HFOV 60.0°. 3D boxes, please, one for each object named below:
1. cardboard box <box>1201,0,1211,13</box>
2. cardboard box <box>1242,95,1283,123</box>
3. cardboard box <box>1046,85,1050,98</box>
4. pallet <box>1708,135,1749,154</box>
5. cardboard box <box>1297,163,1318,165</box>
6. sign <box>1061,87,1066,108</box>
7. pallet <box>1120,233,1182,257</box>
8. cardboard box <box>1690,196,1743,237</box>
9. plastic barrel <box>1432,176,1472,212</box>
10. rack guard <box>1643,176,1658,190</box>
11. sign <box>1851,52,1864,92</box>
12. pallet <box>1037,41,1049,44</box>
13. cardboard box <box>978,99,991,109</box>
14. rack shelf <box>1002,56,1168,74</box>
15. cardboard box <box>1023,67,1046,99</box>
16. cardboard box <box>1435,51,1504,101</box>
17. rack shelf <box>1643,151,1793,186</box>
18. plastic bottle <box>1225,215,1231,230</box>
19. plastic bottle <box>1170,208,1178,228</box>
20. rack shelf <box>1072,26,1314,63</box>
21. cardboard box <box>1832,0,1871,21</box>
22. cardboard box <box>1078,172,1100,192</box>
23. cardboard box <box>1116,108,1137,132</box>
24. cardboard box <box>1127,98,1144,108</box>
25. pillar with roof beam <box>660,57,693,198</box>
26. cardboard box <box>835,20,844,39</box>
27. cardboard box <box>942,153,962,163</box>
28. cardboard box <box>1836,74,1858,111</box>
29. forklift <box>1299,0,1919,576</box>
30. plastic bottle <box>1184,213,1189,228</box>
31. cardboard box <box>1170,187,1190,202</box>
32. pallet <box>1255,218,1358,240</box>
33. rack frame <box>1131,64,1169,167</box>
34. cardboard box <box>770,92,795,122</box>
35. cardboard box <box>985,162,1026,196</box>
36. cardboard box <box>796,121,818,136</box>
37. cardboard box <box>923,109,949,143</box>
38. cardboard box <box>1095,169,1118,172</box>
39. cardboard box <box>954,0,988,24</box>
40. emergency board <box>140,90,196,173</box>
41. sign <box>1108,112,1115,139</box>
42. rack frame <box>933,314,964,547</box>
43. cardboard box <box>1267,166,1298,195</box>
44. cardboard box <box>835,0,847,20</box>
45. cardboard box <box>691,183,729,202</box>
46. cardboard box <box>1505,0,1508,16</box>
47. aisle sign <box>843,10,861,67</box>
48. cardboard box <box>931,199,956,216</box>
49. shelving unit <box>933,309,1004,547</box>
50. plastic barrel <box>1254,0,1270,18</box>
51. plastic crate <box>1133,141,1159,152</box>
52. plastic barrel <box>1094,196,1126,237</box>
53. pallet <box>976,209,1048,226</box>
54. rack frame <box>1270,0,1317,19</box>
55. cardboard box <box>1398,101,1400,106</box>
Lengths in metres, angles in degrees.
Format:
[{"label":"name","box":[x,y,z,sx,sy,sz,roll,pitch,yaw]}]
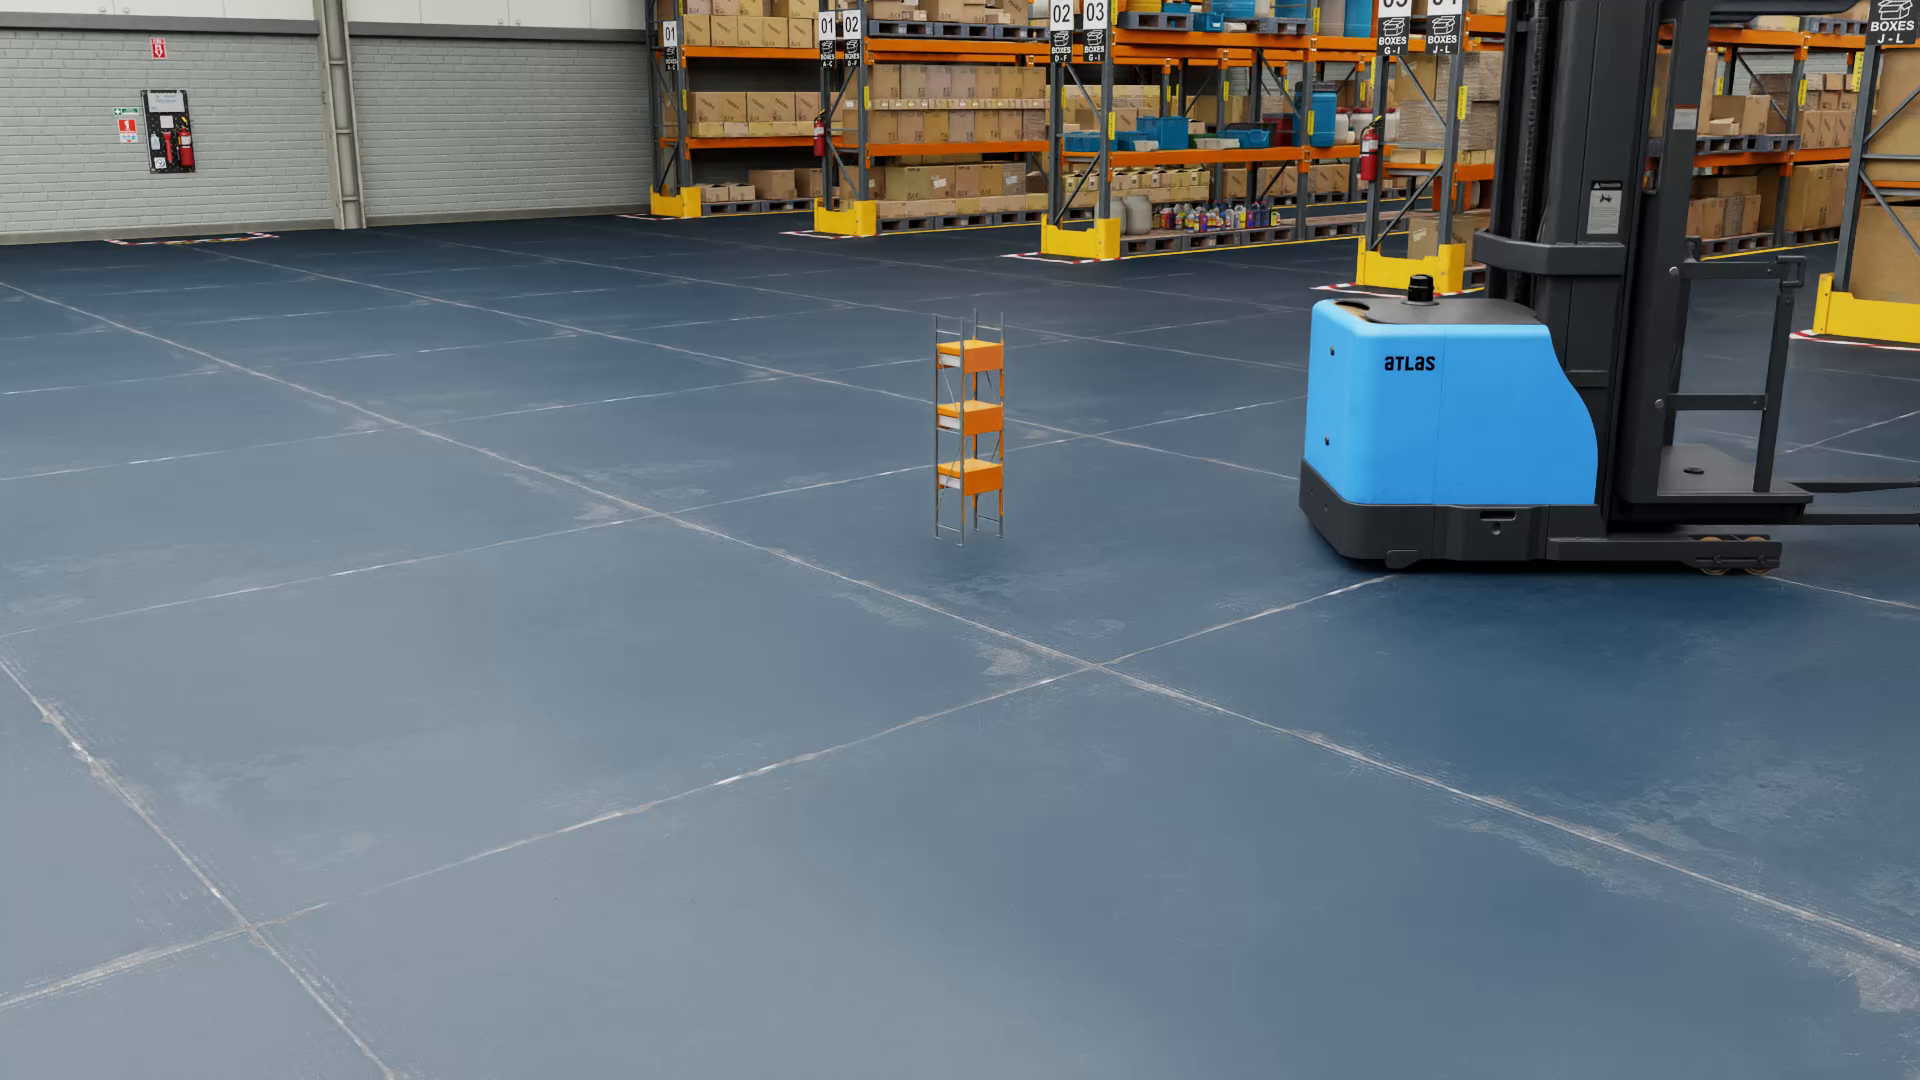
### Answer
[{"label":"cardboard box","box":[4.649,-9.502,29.566,0.500,0.500,0.500,-13,19,-39]},{"label":"cardboard box","box":[5.532,-7.946,30.679,0.500,0.500,0.700,-9,17,-29]},{"label":"cardboard box","box":[1.595,-9.008,33.399,0.500,0.250,0.500,-12,19,-38]},{"label":"pallet","box":[9.349,-5.083,21.340,1.213,0.211,1.003,-13,19,-39]},{"label":"cardboard box","box":[6.808,-7.097,32.497,0.500,0.500,0.500,-14,20,-42]},{"label":"sign","box":[1.664,-7.120,26.761,0.005,0.325,0.100,-13,19,-39]},{"label":"pallet","box":[2.172,-3.940,22.091,1.213,0.211,1.003,-13,19,-39]},{"label":"cardboard box","box":[9.914,-4.311,22.066,0.700,0.500,0.500,14,20,42]},{"label":"plastic barrel","box":[7.922,-5.724,26.759,0.708,0.830,0.600,-13,19,-39]},{"label":"rack guard","box":[13.609,-6.638,31.632,0.348,0.500,1.175,-13,19,-39]},{"label":"sign","box":[7.615,-3.963,14.073,0.005,0.325,0.100,-13,19,-39]},{"label":"pallet","box":[1.955,-8.280,27.493,1.217,0.209,0.805,-14,20,-42]},{"label":"cardboard box","box":[0.275,-6.830,26.057,0.250,0.149,0.380,-12,19,-38]},{"label":"rack shelf","box":[2.570,-9.853,34.405,4.000,0.370,1.077,-13,19,-39]},{"label":"cardboard box","box":[0.968,-7.370,26.820,0.500,0.500,0.700,-13,19,-39]},{"label":"cardboard box","box":[5.375,-4.879,17.497,0.500,0.500,0.500,-13,19,-39]},{"label":"rack shelf","box":[9.307,-4.833,21.425,4.000,0.370,1.077,-13,19,-39]},{"label":"plastic bottle","box":[3.666,-4.362,22.838,0.097,0.201,0.097,0,15,0]},{"label":"plastic bottle","box":[2.940,-4.482,23.144,0.135,0.276,0.152,-13,20,-41]},{"label":"rack shelf","box":[3.038,-6.569,22.111,4.000,0.370,1.077,-13,19,-39]},{"label":"cardboard box","box":[12.343,-7.572,23.457,0.637,0.503,0.797,-13,20,-40]},{"label":"cardboard box","box":[2.155,-6.022,27.909,0.500,0.311,0.500,-13,20,-40]},{"label":"cardboard box","box":[2.664,-7.120,28.401,0.500,0.500,0.500,-13,19,-39]},{"label":"cardboard box","box":[3.518,-9.076,35.107,0.500,0.500,0.500,-12,19,-39]},{"label":"pillar with roof beam","box":[-2.188,-9.404,25.520,0.400,9.000,9.100,-13,19,-39]},{"label":"cardboard box","box":[-2.177,-9.108,29.990,0.500,0.500,0.500,-12,19,-38]},{"label":"cardboard box","box":[-0.304,-7.475,32.460,0.500,0.250,0.500,-13,20,-40]},{"label":"cardboard box","box":[12.373,-6.398,23.752,0.637,0.503,0.797,-12,19,-38]},{"label":"forklift","box":[3.163,-1.400,7.312,3.031,2.935,1.130,0,15,0]},{"label":"plastic bottle","box":[3.175,-4.459,23.201,0.097,0.201,0.097,0,15,0]},{"label":"cardboard box","box":[3.693,-6.098,29.283,0.500,0.250,0.500,-13,20,-40]},{"label":"pallet","box":[5.114,-4.599,24.560,1.213,0.211,1.003,-13,19,-39]},{"label":"rack frame","box":[4.079,-9.090,35.968,0.127,3.000,1.000,-13,19,-39]},{"label":"cardboard box","box":[-3.261,-7.637,29.327,0.500,0.500,0.500,-12,19,-38]},{"label":"cardboard box","box":[0.707,-5.804,26.728,0.500,0.500,0.500,-13,19,-39]},{"label":"cardboard box","box":[-2.865,-7.362,29.750,0.500,0.250,0.500,-13,20,-40]},{"label":"cardboard box","box":[-0.587,-6.391,25.671,0.500,0.500,0.700,-12,19,-39]},{"label":"cardboard box","box":[2.564,-6.299,28.946,0.500,0.311,0.500,-13,20,-40]},{"label":"cardboard box","box":[-0.027,-8.286,25.861,0.637,0.503,0.797,-10,18,-33]},{"label":"emergency board","box":[-11.429,-5.917,24.087,0.643,1.169,0.194,-13,19,-39]},{"label":"sign","box":[1.887,-5.154,20.698,0.005,0.325,0.100,-13,19,-39]},{"label":"rack frame","box":[-0.052,-0.496,7.571,0.008,1.050,0.200,-13,19,-39]},{"label":"cardboard box","box":[6.010,-6.738,31.155,0.500,0.500,0.500,-14,20,-41]},{"label":"cardboard box","box":[-2.156,-9.587,29.848,0.500,0.500,0.500,14,20,42]},{"label":"cardboard box","box":[-4.393,-6.070,29.021,0.500,0.311,0.500,13,20,41]},{"label":"cardboard box","box":[5.699,-5.661,17.608,0.500,0.250,0.500,-13,20,-41]},{"label":"aisle sign","box":[-1.568,-7.279,24.149,0.004,0.787,0.394,-13,19,-39]},{"label":"cardboard box","box":[-0.416,-5.185,25.865,0.500,0.250,0.500,-13,19,-39]},{"label":"shelving unit","box":[0.040,-0.516,7.648,0.252,1.050,0.215,-13,19,-39]},{"label":"plastic barrel","box":[4.093,-7.477,23.088,0.421,0.512,0.421,0,15,0]},{"label":"plastic crate","box":[2.416,-5.090,21.504,0.250,0.136,0.298,-13,19,-39]},{"label":"plastic barrel","box":[1.976,-4.256,21.877,0.421,0.512,0.421,0,15,0]},{"label":"pallet","box":[0.671,-5.297,27.173,1.213,0.211,1.003,-13,19,-39]},{"label":"rack frame","box":[4.547,-8.704,22.900,0.127,3.000,1.000,-13,19,-39]},{"label":"cardboard box","box":[8.651,-8.857,32.965,0.500,0.500,0.500,-13,20,-41]}]
